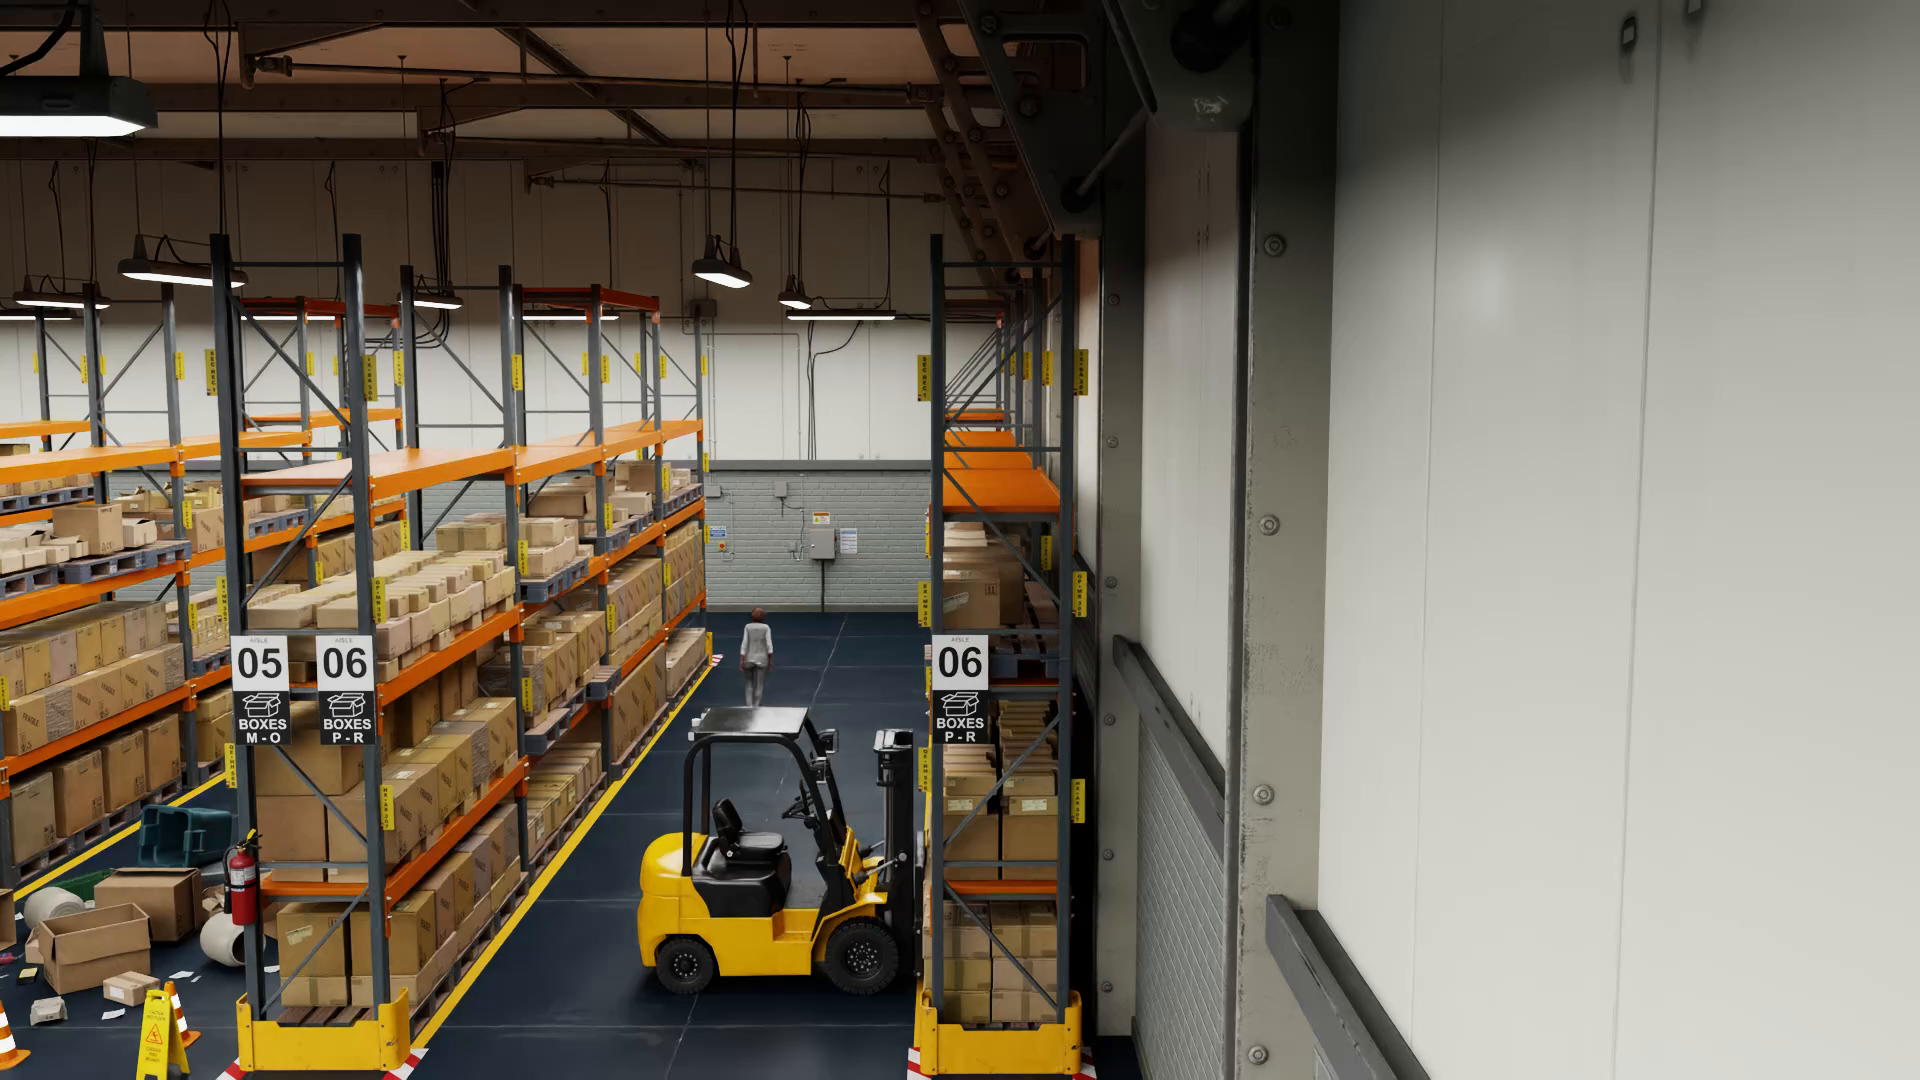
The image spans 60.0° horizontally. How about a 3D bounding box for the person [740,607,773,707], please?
[{"bbox_3d":[-2.901,1.769,23.707,0.482,1.633,0.384,0,6,3],"label":"person"}]
